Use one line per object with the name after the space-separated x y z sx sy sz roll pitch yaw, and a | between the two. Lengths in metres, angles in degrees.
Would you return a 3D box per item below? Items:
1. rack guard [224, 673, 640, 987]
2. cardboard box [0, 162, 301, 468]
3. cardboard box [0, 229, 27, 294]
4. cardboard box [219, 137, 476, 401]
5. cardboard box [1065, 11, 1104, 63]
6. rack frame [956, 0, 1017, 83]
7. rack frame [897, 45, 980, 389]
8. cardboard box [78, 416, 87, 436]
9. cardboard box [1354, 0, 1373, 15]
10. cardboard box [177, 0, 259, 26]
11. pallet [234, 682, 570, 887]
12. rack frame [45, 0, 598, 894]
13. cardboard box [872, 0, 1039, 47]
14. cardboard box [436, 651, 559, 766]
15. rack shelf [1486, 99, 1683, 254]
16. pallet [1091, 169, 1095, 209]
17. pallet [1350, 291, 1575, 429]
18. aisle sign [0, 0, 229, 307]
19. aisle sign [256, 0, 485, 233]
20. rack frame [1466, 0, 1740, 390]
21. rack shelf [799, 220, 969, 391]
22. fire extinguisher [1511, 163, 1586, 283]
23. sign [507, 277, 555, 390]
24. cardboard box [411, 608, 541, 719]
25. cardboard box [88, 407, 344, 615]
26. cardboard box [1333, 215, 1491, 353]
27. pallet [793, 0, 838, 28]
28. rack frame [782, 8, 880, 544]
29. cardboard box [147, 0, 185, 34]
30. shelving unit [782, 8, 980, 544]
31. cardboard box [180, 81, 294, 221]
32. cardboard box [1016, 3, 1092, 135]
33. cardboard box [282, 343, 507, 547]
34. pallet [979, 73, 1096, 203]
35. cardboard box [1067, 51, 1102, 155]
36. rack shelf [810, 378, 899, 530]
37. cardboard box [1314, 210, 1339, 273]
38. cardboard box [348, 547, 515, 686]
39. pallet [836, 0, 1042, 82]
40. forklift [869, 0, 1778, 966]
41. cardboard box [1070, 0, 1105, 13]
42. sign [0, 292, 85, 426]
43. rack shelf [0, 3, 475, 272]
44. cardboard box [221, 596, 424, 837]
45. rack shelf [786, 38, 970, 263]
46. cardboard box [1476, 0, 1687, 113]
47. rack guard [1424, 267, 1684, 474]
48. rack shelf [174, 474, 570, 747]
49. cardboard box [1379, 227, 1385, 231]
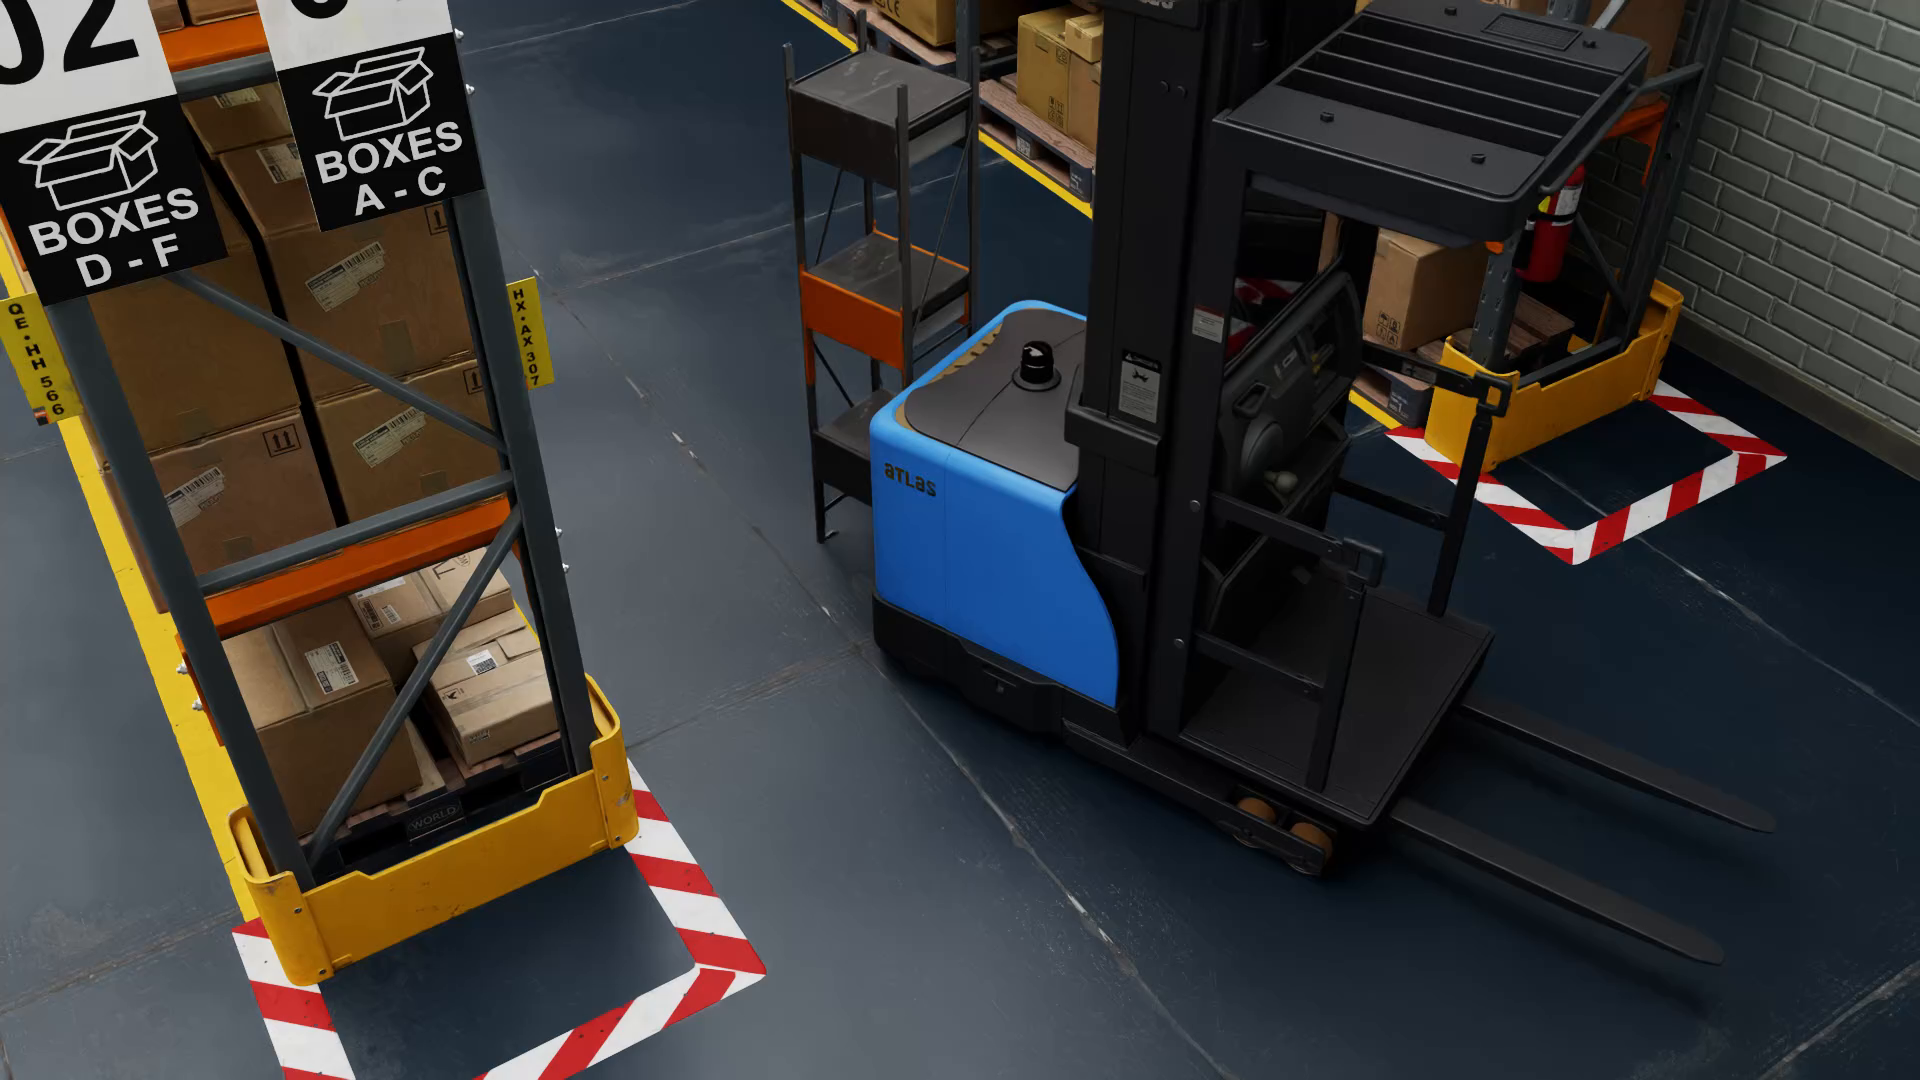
-1.637 0.901 5.278 1.175 0.500 0.348 -22 45 -24 | rack guard
-2.067 -0.586 4.251 0.500 0.500 0.500 -23 45 -25 | cardboard box
-2.340 -0.858 4.578 0.500 0.500 0.500 -21 44 -23 | cardboard box
-1.613 -0.771 4.473 0.500 0.500 0.500 -21 44 -23 | cardboard box
0.774 -2.648 8.702 0.380 0.149 0.250 -21 44 -23 | cardboard box
0.428 -3.884 9.068 1.000 3.000 0.127 -22 45 -24 | rack frame
-0.066 -0.698 5.947 0.015 2.100 0.400 27 47 29 | rack frame
-2.348 -0.483 4.909 0.500 0.500 0.500 -22 45 -24 | cardboard box
1.895 -2.501 7.174 0.980 0.700 0.700 -23 45 -25 | cardboard box
-1.658 -1.477 3.954 0.500 0.250 0.500 -22 45 -24 | cardboard box
-2.067 0.583 5.886 1.003 0.211 1.213 -22 45 -24 | pallet
-1.596 -0.018 4.428 1.000 3.000 0.127 -22 45 -24 | rack frame
-0.032 -3.526 9.989 0.750 0.750 0.750 -22 44 -24 | cardboard box
-1.532 0.564 5.613 0.380 0.149 0.250 -22 45 -24 | cardboard box
1.503 -2.528 8.003 1.077 0.370 4.000 -22 45 -24 | rack shelf
1.431 -1.716 8.645 1.003 0.211 1.213 -22 45 -24 | pallet
2.082 -1.058 7.855 1.003 0.211 1.213 -22 45 -24 | pallet
-1.818 -0.874 3.425 0.394 0.787 0.004 -22 45 -24 | aisle sign
-1.312 -1.081 3.673 0.394 0.787 0.004 -22 45 -24 | aisle sign
2.578 -1.725 6.477 1.000 3.000 0.127 -22 45 -24 | rack frame
-0.257 -0.785 6.073 0.480 0.518 0.431 27 47 29 | rack shelf
2.270 -1.312 6.333 0.296 0.674 0.183 -22 45 -24 | fire extinguisher
-1.139 -0.537 4.375 0.100 0.325 0.005 -22 45 -24 | sign
-1.666 0.422 5.770 0.380 0.166 0.250 -22 45 -24 | cardboard box
-2.067 -0.204 4.574 0.500 0.500 0.500 -21 44 -23 | cardboard box
2.118 -1.269 7.555 0.700 0.500 0.500 -22 45 -24 | cardboard box
-0.711 -3.862 11.220 1.003 0.211 1.213 -22 45 -24 | pallet
-0.448 -0.893 6.181 0.015 2.100 0.400 27 47 29 | rack frame
-2.095 -1.299 3.740 0.500 0.250 0.500 -22 45 -24 | cardboard box
-0.257 -0.796 6.064 0.503 2.100 0.431 27 47 29 | shelving unit
-1.900 -1.050 4.808 0.500 0.500 0.500 -22 44 -24 | cardboard box
0.743 -2.646 9.207 0.700 0.500 0.500 -22 44 -24 | cardboard box
-1.613 -0.387 4.793 0.500 0.500 0.500 -21 44 -24 | cardboard box
0.770 -2.375 9.436 1.003 0.211 1.213 -22 45 -24 | pallet
1.011 -2.374 8.880 0.700 0.500 0.500 -23 45 -25 | cardboard box
-0.257 -0.247 6.521 0.480 0.518 0.431 27 47 29 | rack shelf
1.849 -1.539 7.879 0.700 0.500 0.500 -22 45 -25 | cardboard box
-1.918 0.208 5.961 0.500 0.250 0.500 -22 45 -24 | cardboard box
-0.051 -3.203 10.429 1.003 0.211 1.213 -22 45 -24 | pallet
1.182 -0.426 4.972 3.031 2.935 1.130 24 45 26 | forklift
0.833 -3.042 9.175 0.380 0.149 0.250 -22 45 -25 | cardboard box
-2.075 -0.404 3.740 0.100 0.325 0.005 -22 45 -24 | sign
-2.672 -1.973 4.994 1.077 0.370 4.000 -22 45 -24 | rack shelf
-2.096 0.565 5.338 0.500 0.500 0.500 -22 45 -24 | cardboard box
-0.257 -1.323 5.625 0.480 0.518 0.431 27 47 29 | rack shelf
2.296 -2.112 6.707 0.980 0.700 0.700 -20 44 -23 | cardboard box
2.591 -0.752 7.262 1.175 0.500 0.348 -22 45 -24 | rack guard
-2.672 -0.821 5.954 1.077 0.370 4.000 -22 45 -24 | rack shelf
1.895 -1.525 7.355 0.380 0.149 0.250 -23 45 -25 | cardboard box
